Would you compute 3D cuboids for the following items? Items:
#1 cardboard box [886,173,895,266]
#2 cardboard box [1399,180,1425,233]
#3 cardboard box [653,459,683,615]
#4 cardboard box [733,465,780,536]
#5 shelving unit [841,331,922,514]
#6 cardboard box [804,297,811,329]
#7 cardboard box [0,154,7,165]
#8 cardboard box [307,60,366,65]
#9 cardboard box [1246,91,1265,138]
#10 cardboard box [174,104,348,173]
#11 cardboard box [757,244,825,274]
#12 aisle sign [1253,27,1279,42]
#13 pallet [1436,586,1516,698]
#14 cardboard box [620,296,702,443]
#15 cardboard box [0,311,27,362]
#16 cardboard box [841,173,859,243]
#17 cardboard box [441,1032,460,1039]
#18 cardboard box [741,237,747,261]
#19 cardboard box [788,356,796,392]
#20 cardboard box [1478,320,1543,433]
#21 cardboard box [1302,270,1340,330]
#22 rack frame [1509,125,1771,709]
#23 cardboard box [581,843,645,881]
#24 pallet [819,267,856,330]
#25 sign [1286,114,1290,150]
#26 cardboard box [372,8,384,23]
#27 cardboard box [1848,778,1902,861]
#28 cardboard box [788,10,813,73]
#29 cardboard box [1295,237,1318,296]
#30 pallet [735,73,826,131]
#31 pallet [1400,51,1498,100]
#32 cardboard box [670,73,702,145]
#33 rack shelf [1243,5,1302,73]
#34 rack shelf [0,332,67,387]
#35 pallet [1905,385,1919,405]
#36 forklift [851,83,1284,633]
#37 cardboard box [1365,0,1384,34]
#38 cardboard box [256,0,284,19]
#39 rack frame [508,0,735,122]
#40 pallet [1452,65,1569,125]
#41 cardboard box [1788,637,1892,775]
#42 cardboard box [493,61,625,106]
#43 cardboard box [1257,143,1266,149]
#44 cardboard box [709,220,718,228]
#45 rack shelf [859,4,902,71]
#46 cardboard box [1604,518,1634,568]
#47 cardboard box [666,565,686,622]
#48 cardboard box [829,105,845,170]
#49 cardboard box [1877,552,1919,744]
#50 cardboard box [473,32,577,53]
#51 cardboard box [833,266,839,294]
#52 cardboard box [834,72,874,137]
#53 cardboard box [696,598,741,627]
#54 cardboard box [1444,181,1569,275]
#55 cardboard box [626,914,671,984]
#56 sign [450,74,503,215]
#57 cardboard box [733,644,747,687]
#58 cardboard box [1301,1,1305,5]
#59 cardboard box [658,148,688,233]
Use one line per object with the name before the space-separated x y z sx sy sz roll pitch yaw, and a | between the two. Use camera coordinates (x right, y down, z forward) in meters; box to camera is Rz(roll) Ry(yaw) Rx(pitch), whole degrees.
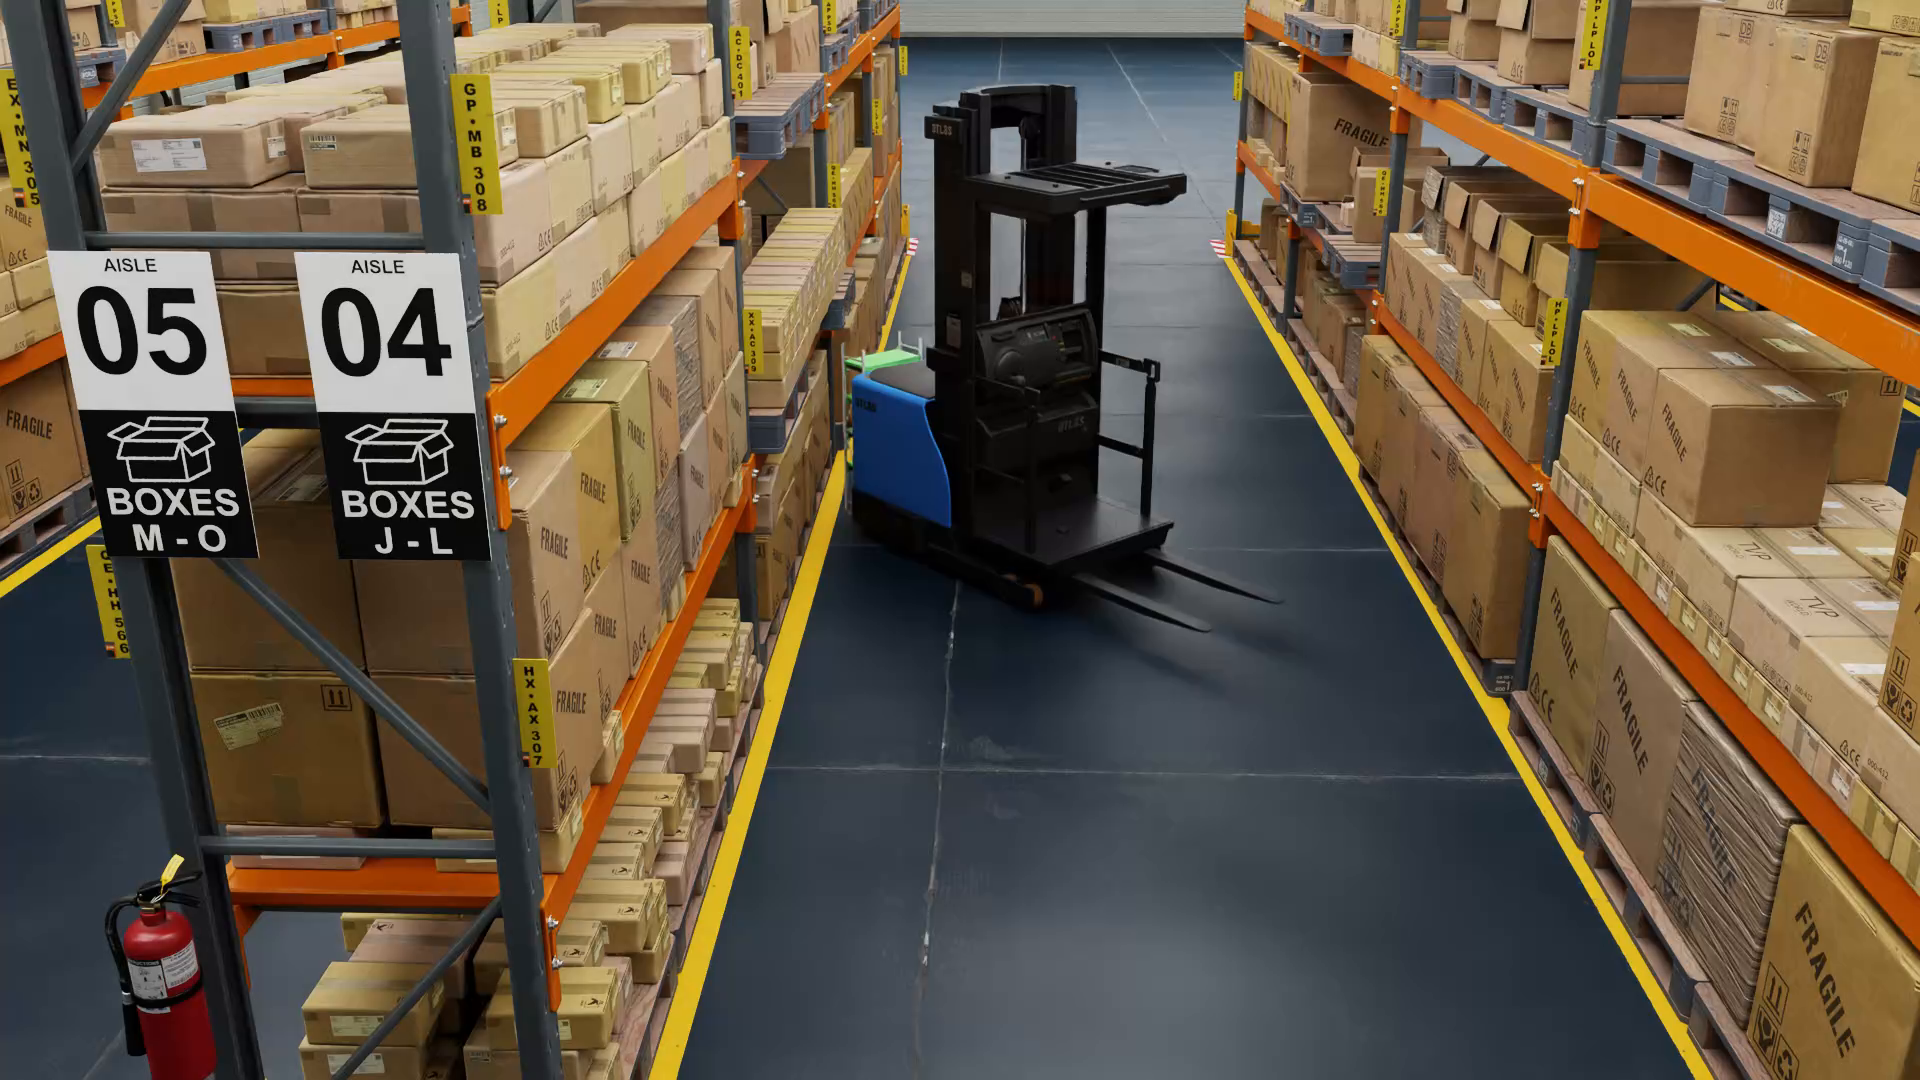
cardboard box | -1.181 -3.560 18.413 0.875 0.875 0.875 0 21 1
cardboard box | 3.486 -2.373 12.279 0.500 0.500 0.500 -2 21 -5
cardboard box | -1.371 -0.033 6.418 0.500 0.500 0.500 0 21 0
cardboard box | -1.280 -0.224 9.298 0.500 0.250 0.500 0 21 -1
shelving unit | -0.525 -0.778 11.377 0.503 1.200 0.258 -18 27 -38
cardboard box | -1.068 -1.313 9.622 0.380 0.149 0.250 1 21 4
cardboard box | -6.655 -2.381 11.498 0.500 0.500 0.500 0 21 0
cardboard box | -6.007 -4.483 16.504 0.700 0.500 0.500 1 21 2
cardboard box | 3.709 -4.814 18.740 0.875 0.500 0.500 1 21 2
cardboard box | -1.888 -1.093 4.517 0.380 0.149 0.250 1 21 2
cardboard box | -1.043 -1.732 10.291 0.380 0.149 0.250 2 21 4
aisle sign | 3.455 -6.065 18.920 0.394 0.787 0.004 1 21 2
pallet | 3.336 0.532 9.367 1.003 0.211 1.213 1 21 2
cardboard box | -1.351 -0.686 6.720 0.500 0.500 0.500 1 21 3
cardboard box | -6.170 -1.237 10.277 0.500 0.250 0.500 0 21 1
cardboard box | -1.116 -2.778 13.905 0.500 0.500 0.500 0 21 1
cardboard box | -1.974 1.713 5.828 0.380 0.149 0.250 1 21 3
cardboard box | -1.667 -1.973 11.322 0.380 0.149 0.250 2 21 4
cardboard box | -1.092 -0.896 8.959 0.380 0.149 0.250 1 21 2
cardboard box | 3.151 -0.886 9.028 0.500 0.500 0.500 1 21 3
cardboard box | 3.591 -2.199 15.398 0.700 0.500 0.500 -1 21 -3
rack frame | 3.388 -0.489 8.142 1.000 3.000 0.127 1 21 2
cardboard box | -1.384 1.255 6.185 0.380 0.149 0.250 0 21 -1
pallet | -1.360 -1.678 11.472 1.213 0.211 1.003 1 21 2
sign | 3.089 -3.788 15.448 0.100 0.325 0.005 1 21 2
cardboard box | -5.992 -5.253 16.621 0.380 0.149 0.250 0 21 0
cardboard box | 2.954 0.848 5.043 0.380 0.149 0.250 1 21 2
cardboard box | -1.211 -3.081 10.538 0.500 0.500 0.500 1 21 2
cardboard box | 3.693 -2.763 16.878 0.500 0.500 0.500 8 22 19
pallet | -1.413 -2.488 9.407 1.213 0.211 1.003 1 21 2
pallet | 3.543 -3.012 10.759 1.213 0.211 1.003 2 21 4
cardboard box | -1.354 -1.784 6.849 0.500 0.250 0.500 0 21 -1
rack shelf | 3.692 -5.167 17.048 1.077 0.370 4.000 1 21 2
rack shelf | -6.457 -0.985 10.417 1.077 0.370 4.000 1 21 2
pallet | 8.563 -1.300 14.088 1.003 0.211 1.213 1 21 2
forklift | 0.617 -1.149 9.939 1.130 2.935 3.031 -17 27 -37
cardboard box | 3.279 -3.974 12.148 0.500 0.500 0.500 1 21 1
cardboard box | -6.168 -4.619 14.266 0.500 0.250 0.500 1 21 2
rack frame | -1.567 -3.377 7.291 1.000 3.000 0.127 1 21 2
pallet | 3.512 -2.608 9.717 1.003 0.211 1.213 2 21 4
cardboard box | 3.032 0.527 5.319 0.500 0.250 0.500 0 21 1
cardboard box | -1.374 -1.557 5.713 0.380 0.149 0.250 1 21 3
cardboard box | 3.455 -4.249 18.179 0.380 0.149 0.250 1 21 2
cardboard box | -1.670 -2.031 11.062 0.380 0.149 0.250 1 21 1
rack shelf | -1.263 -5.258 17.283 1.077 0.370 4.000 1 21 2
cardboard box | 3.025 0.017 7.186 0.380 0.149 0.250 0 21 0
cardboard box | -1.317 0.209 6.690 0.380 0.149 0.250 1 21 3
cardboard box | -1.362 -3.437 14.219 0.700 0.500 0.500 1 21 2
cardboard box | 3.018 0.360 4.713 0.500 0.500 0.500 1 21 2
cardboard box | -1.810 -2.035 6.946 0.380 0.149 0.250 0 21 1
cardboard box | -1.017 -1.739 11.130 0.380 0.149 0.250 1 21 3
cardboard box | -1.278 -4.179 15.952 0.875 0.550 0.550 1 21 2
cardboard box | -1.317 0.408 8.370 0.380 0.149 0.250 1 21 3
cardboard box | 3.449 -1.949 10.381 0.797 0.503 0.637 1 21 3
cardboard box | -1.308 1.537 6.281 0.380 0.149 0.250 1 21 2
sign | -1.146 -0.934 3.933 0.100 0.325 0.005 1 21 2
cardboard box | -1.254 0.630 8.207 0.380 0.149 0.250 0 21 -1
cardboard box | 3.352 -5.016 15.320 0.380 0.149 0.250 1 21 3
cardboard box | -1.353 -1.364 6.458 0.500 0.250 0.500 0 21 1
